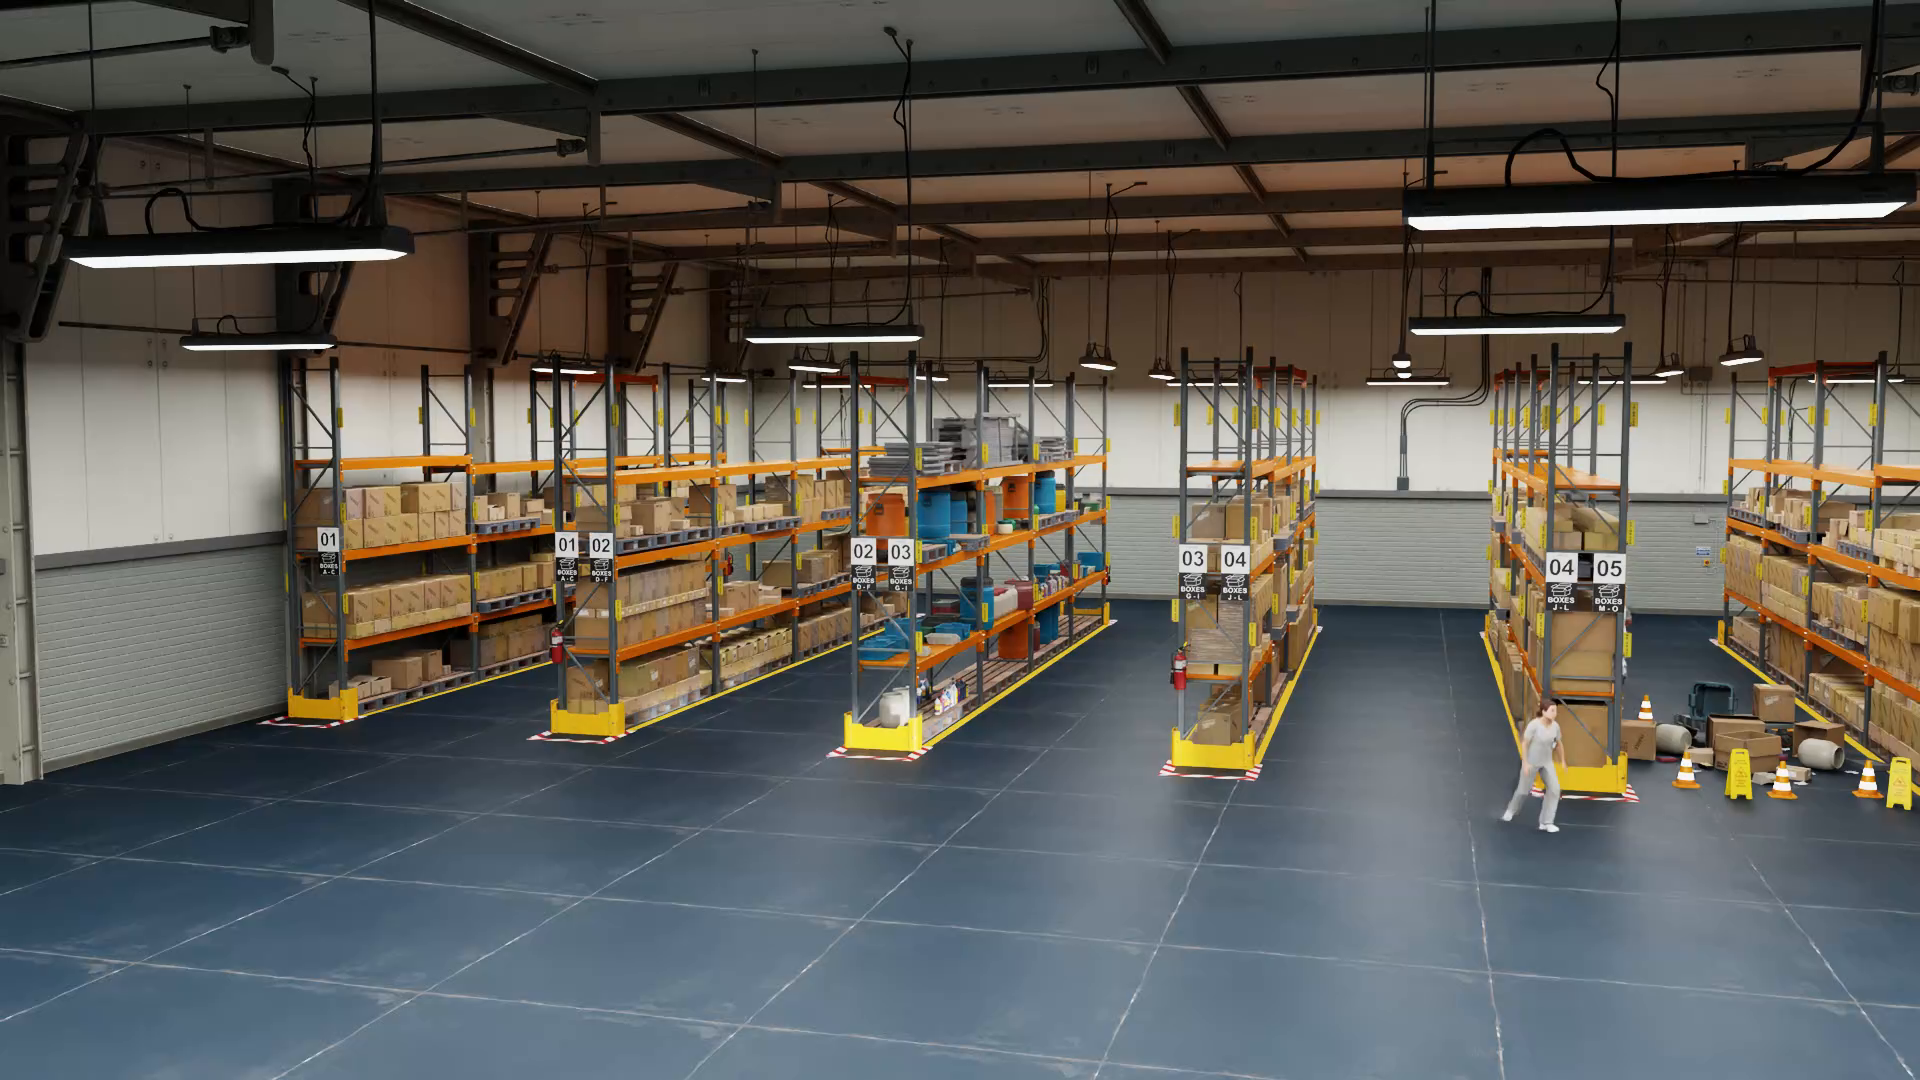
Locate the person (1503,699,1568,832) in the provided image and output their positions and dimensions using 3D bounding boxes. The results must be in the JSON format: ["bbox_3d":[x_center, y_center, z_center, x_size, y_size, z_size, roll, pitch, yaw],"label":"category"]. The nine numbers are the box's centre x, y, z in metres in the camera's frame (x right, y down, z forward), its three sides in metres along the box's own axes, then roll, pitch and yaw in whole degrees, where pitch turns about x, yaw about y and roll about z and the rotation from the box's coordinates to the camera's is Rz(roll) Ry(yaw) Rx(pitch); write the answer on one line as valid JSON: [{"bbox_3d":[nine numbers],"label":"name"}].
[{"bbox_3d":[7.057,2.716,20.353,0.627,1.598,0.816,-1,4,-17],"label":"person"}]

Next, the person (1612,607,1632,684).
[{"bbox_3d":[12.291,1.839,31.193,0.675,1.753,0.942,1,4,7],"label":"person"}]
